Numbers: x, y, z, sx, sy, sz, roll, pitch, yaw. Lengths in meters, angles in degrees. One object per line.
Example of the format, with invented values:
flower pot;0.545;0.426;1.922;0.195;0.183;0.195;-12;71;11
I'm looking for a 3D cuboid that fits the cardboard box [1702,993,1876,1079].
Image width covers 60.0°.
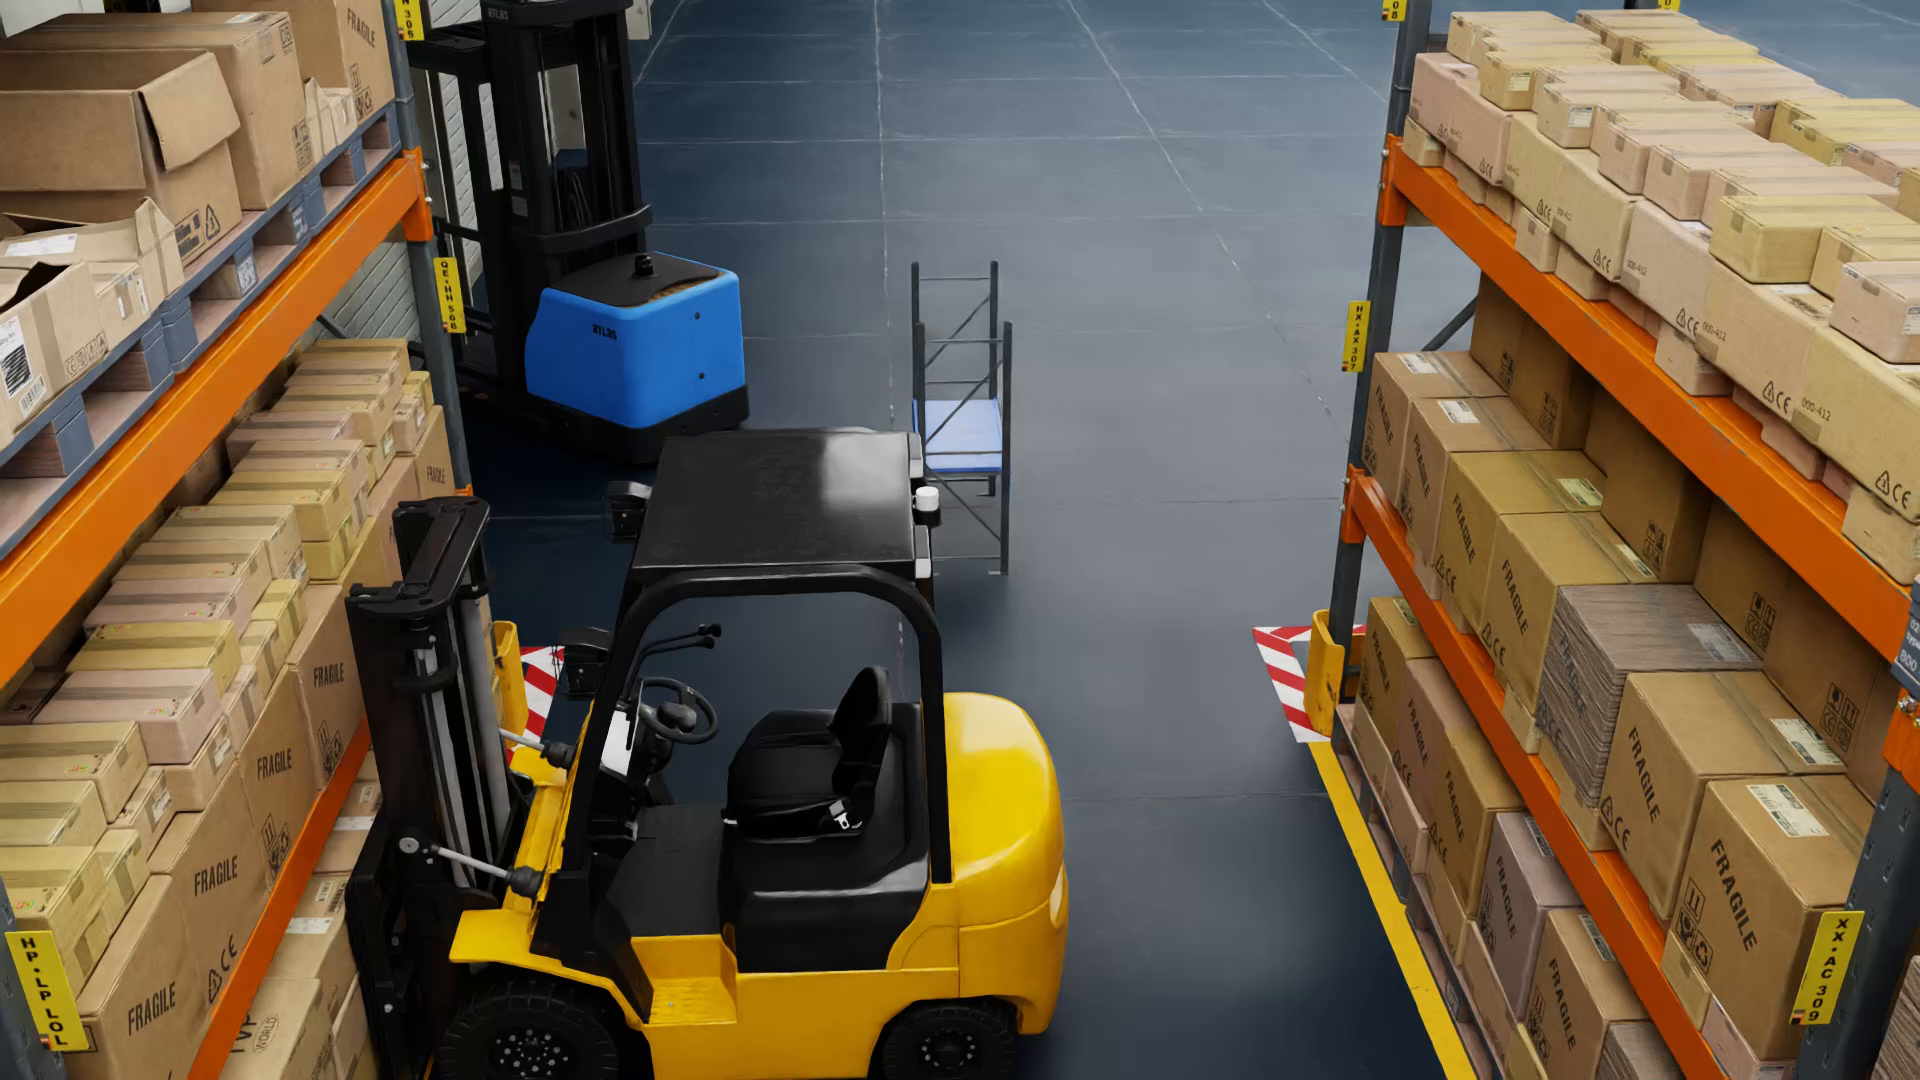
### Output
cardboard box;2.165;1.299;4.287;0.380;0.149;0.250;-2;28;-3

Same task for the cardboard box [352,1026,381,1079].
cardboard box;-2.249;1.781;5.611;0.500;0.250;0.500;-1;28;-2

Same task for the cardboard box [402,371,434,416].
cardboard box;-2.381;-0.576;6.800;0.380;0.149;0.250;-1;28;-2

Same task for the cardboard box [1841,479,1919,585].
cardboard box;2.165;-0.028;3.589;0.380;0.149;0.250;-1;28;-2

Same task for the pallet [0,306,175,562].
pallet;-2.541;-0.234;3.807;1.003;0.211;1.213;-1;28;-3

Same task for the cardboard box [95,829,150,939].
cardboard box;-2.239;0.845;4.076;0.380;0.149;0.250;-1;28;-1

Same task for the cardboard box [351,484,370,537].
cardboard box;-2.323;-0.100;5.889;0.380;0.149;0.250;-2;28;-4

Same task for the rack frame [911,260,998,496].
rack frame;-0.031;-0.939;9.929;0.500;1.500;0.032;-1;28;-3

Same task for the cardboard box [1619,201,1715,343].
cardboard box;2.155;-0.733;4.509;0.500;0.250;0.500;-2;28;-3

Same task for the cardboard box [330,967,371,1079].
cardboard box;-2.230;1.566;5.483;0.500;0.250;0.500;-2;28;-3

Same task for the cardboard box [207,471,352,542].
cardboard box;-2.283;-0.113;5.593;0.380;0.149;0.250;-1;28;-2

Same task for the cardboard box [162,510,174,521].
cardboard box;-2.942;-0.094;5.878;0.380;0.149;0.250;-1;28;-2

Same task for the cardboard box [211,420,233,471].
cardboard box;-2.869;-0.343;6.032;0.380;0.149;0.250;-1;28;-2

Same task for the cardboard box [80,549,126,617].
cardboard box;-2.805;0.136;5.114;0.380;0.149;0.250;-1;28;-1

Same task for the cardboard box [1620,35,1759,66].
cardboard box;2.597;-1.704;5.940;0.380;0.149;0.250;-2;28;-3

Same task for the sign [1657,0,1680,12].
sign;2.833;-2.245;6.610;0.100;0.325;0.005;-1;28;-3

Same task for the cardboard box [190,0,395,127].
cardboard box;-2.413;-1.803;6.050;0.500;0.500;0.500;-1;28;-1

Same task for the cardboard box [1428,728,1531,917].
cardboard box;2.095;1.045;6.211;0.500;0.500;0.500;-1;28;-2

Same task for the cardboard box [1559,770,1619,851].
cardboard box;2.109;0.830;5.187;0.380;0.149;0.250;-2;28;-3

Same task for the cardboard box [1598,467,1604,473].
cardboard box;2.625;0.012;6.054;0.500;0.500;0.500;-2;28;-3

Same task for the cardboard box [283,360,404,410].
cardboard box;-2.406;-0.587;6.501;0.380;0.149;0.250;-1;28;-3

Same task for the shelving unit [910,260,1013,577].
shelving unit;-0.004;-0.704;9.479;0.538;1.500;1.048;-1;28;-3

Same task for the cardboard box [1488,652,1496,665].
cardboard box;2.137;0.353;6.101;0.380;0.149;0.250;0;28;-1

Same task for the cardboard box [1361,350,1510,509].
cardboard box;2.025;-0.469;6.976;0.500;0.500;0.500;-2;28;-3

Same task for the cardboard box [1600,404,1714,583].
cardboard box;2.558;-0.207;5.392;0.700;0.500;0.500;-2;28;-3

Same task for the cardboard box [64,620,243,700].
cardboard box;-2.268;0.355;4.694;0.380;0.149;0.250;-2;28;-3

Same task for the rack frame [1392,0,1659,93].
rack frame;2.278;-3.179;6.113;1.000;3.000;0.127;-1;28;-3

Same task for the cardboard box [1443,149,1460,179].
cardboard box;2.074;-1.457;6.328;0.380;0.149;0.250;-2;28;-4

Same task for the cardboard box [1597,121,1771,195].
cardboard box;2.076;-1.098;4.778;0.380;0.149;0.250;-1;28;-2

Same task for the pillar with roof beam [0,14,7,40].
pillar with roof beam;0.756;-2.818;5.421;9.100;9.000;0.400;-1;28;-3

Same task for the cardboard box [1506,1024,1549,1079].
cardboard box;2.149;1.849;5.480;0.500;0.250;0.500;-2;28;-4

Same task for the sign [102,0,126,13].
sign;-3.234;-2.139;6.333;0.100;0.325;0.005;-1;28;-3

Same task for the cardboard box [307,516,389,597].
cardboard box;-2.346;0.256;5.907;0.500;0.500;0.500;-2;28;-4

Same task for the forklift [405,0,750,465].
forklift;-2.898;-2.311;11.011;3.031;2.935;1.130;19;33;32

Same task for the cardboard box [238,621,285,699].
cardboard box;-2.262;0.373;4.982;0.380;0.149;0.250;-2;28;-4

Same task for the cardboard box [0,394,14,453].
cardboard box;-2.191;-0.213;3.381;0.380;0.149;0.250;-1;28;-2

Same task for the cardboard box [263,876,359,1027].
cardboard box;-2.236;1.343;5.369;0.500;0.250;0.500;0;28;-1

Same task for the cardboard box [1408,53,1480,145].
cardboard box;2.038;-1.675;6.315;0.500;0.250;0.500;-2;28;-4

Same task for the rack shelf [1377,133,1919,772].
rack shelf;2.382;-0.606;5.202;1.077;0.370;4.000;-1;28;-3

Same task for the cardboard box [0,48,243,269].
cardboard box;-2.467;-1.058;4.618;0.797;0.503;0.637;-1;28;-1

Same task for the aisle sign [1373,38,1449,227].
aisle sign;1.965;-1.692;6.940;0.394;0.787;0.004;-1;28;-3

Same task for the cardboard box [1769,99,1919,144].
cardboard box;2.704;-1.234;5.039;0.380;0.149;0.250;-1;28;-1

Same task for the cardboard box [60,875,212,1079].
cardboard box;-2.233;1.195;4.108;0.500;0.500;0.500;-2;28;-4

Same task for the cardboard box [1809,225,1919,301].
cardboard box;2.237;-0.625;3.871;0.380;0.149;0.250;-1;28;-1

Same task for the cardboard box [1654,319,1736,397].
cardboard box;2.126;-0.504;4.500;0.380;0.149;0.250;-1;28;-1

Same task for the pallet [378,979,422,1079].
pallet;-2.537;1.754;6.159;1.003;0.211;1.213;-1;28;-3

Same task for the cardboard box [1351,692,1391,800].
cardboard box;2.043;0.894;7.312;0.500;0.250;0.500;-2;28;-3

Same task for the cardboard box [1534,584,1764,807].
cardboard box;2.149;0.476;5.164;0.500;0.500;0.500;-1;28;-1

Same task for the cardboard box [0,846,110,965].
cardboard box;-2.191;0.832;3.780;0.380;0.149;0.250;-1;28;-2

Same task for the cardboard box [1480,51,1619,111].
cardboard box;2.012;-1.571;5.684;0.380;0.149;0.250;-1;28;-3

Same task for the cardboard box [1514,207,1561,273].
cardboard box;2.042;-0.980;5.412;0.380;0.149;0.250;-1;28;-2
